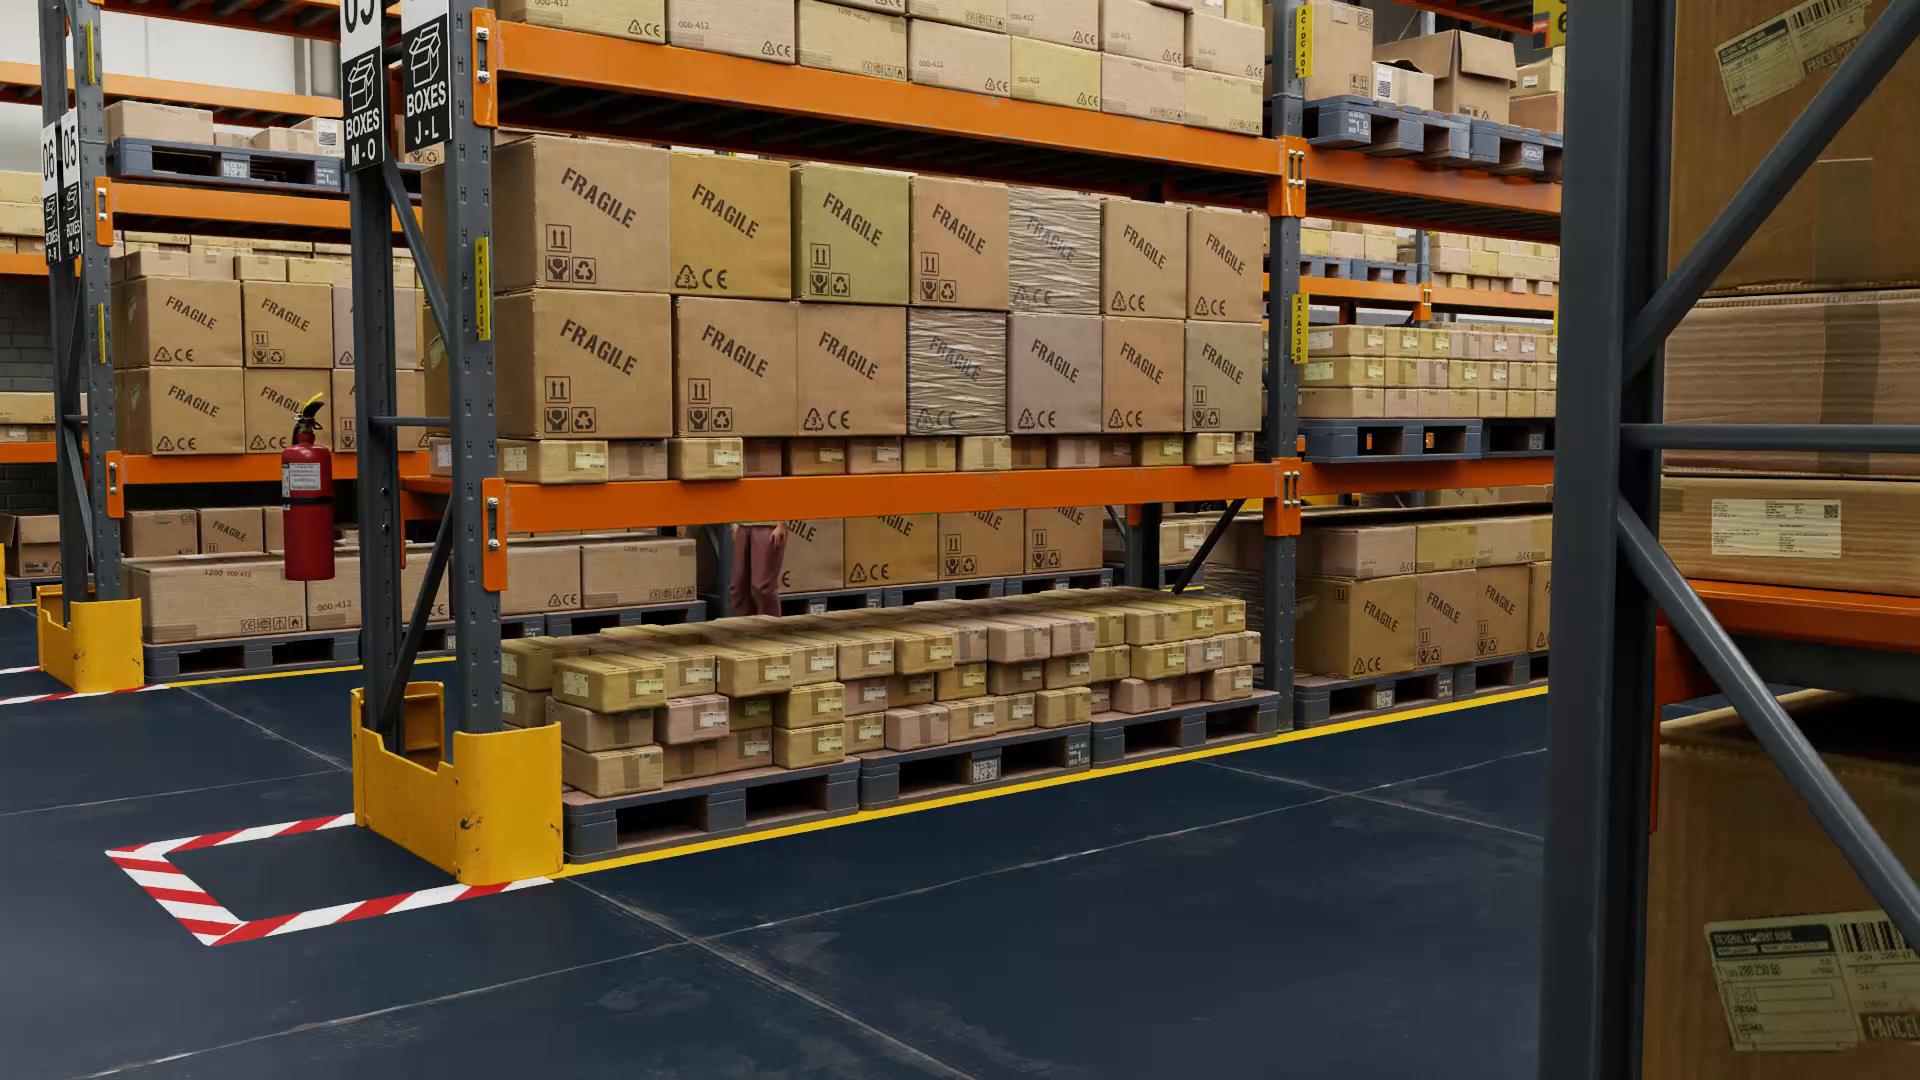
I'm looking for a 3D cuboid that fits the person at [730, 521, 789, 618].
[{"bbox_3d":[-1.226,-0.062,10.032,0.364,1.671,0.512,-4,6,-42],"label":"person"}]
